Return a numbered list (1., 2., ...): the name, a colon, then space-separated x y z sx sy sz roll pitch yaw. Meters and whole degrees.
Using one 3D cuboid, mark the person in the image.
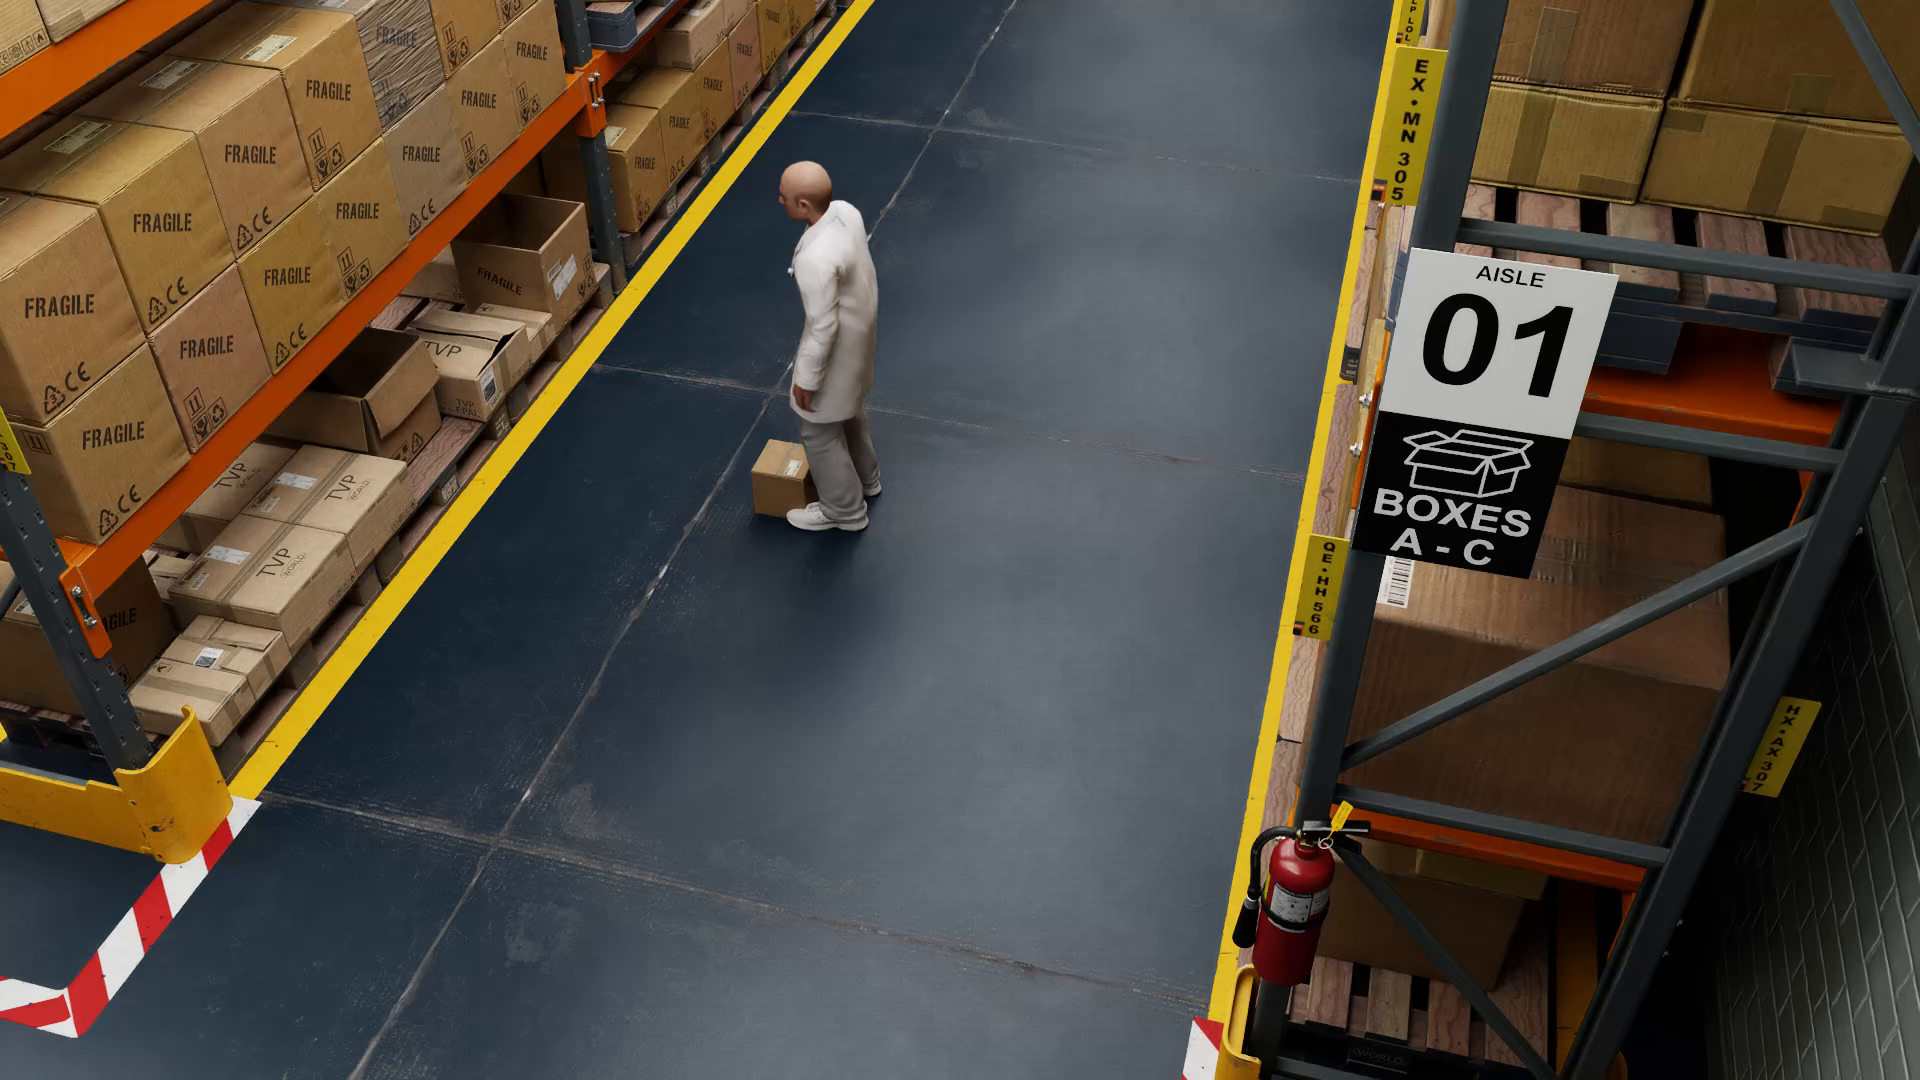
1. person: -0.560 -0.811 7.119 0.420 1.775 0.654 8 41 9
